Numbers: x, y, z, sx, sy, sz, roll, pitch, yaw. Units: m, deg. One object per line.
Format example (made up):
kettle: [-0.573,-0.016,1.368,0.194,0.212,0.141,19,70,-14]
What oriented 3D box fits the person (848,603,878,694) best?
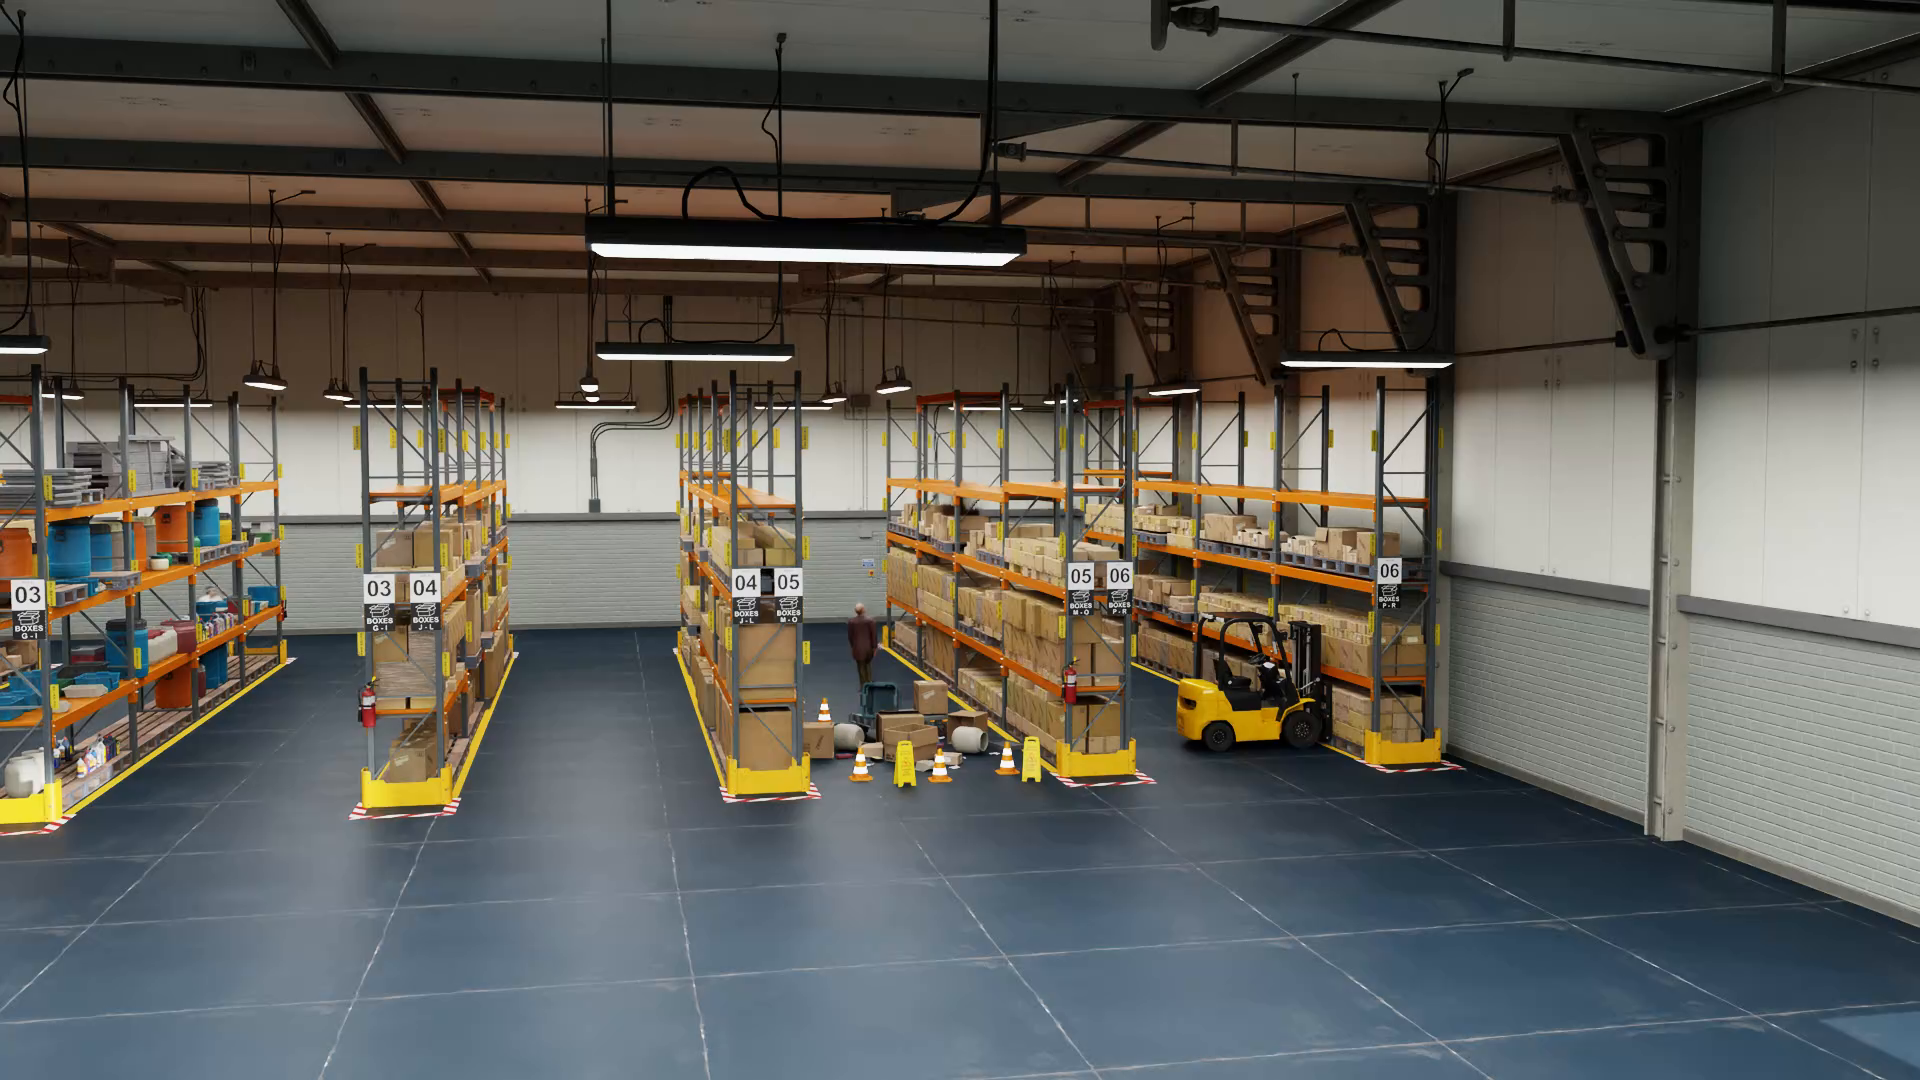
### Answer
person: [-1.889,2.105,32.033,0.569,1.808,0.671,-1,4,-22]

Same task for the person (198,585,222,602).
person: [-17.310,1.890,38.385,0.660,1.740,0.785,-1,4,-14]
